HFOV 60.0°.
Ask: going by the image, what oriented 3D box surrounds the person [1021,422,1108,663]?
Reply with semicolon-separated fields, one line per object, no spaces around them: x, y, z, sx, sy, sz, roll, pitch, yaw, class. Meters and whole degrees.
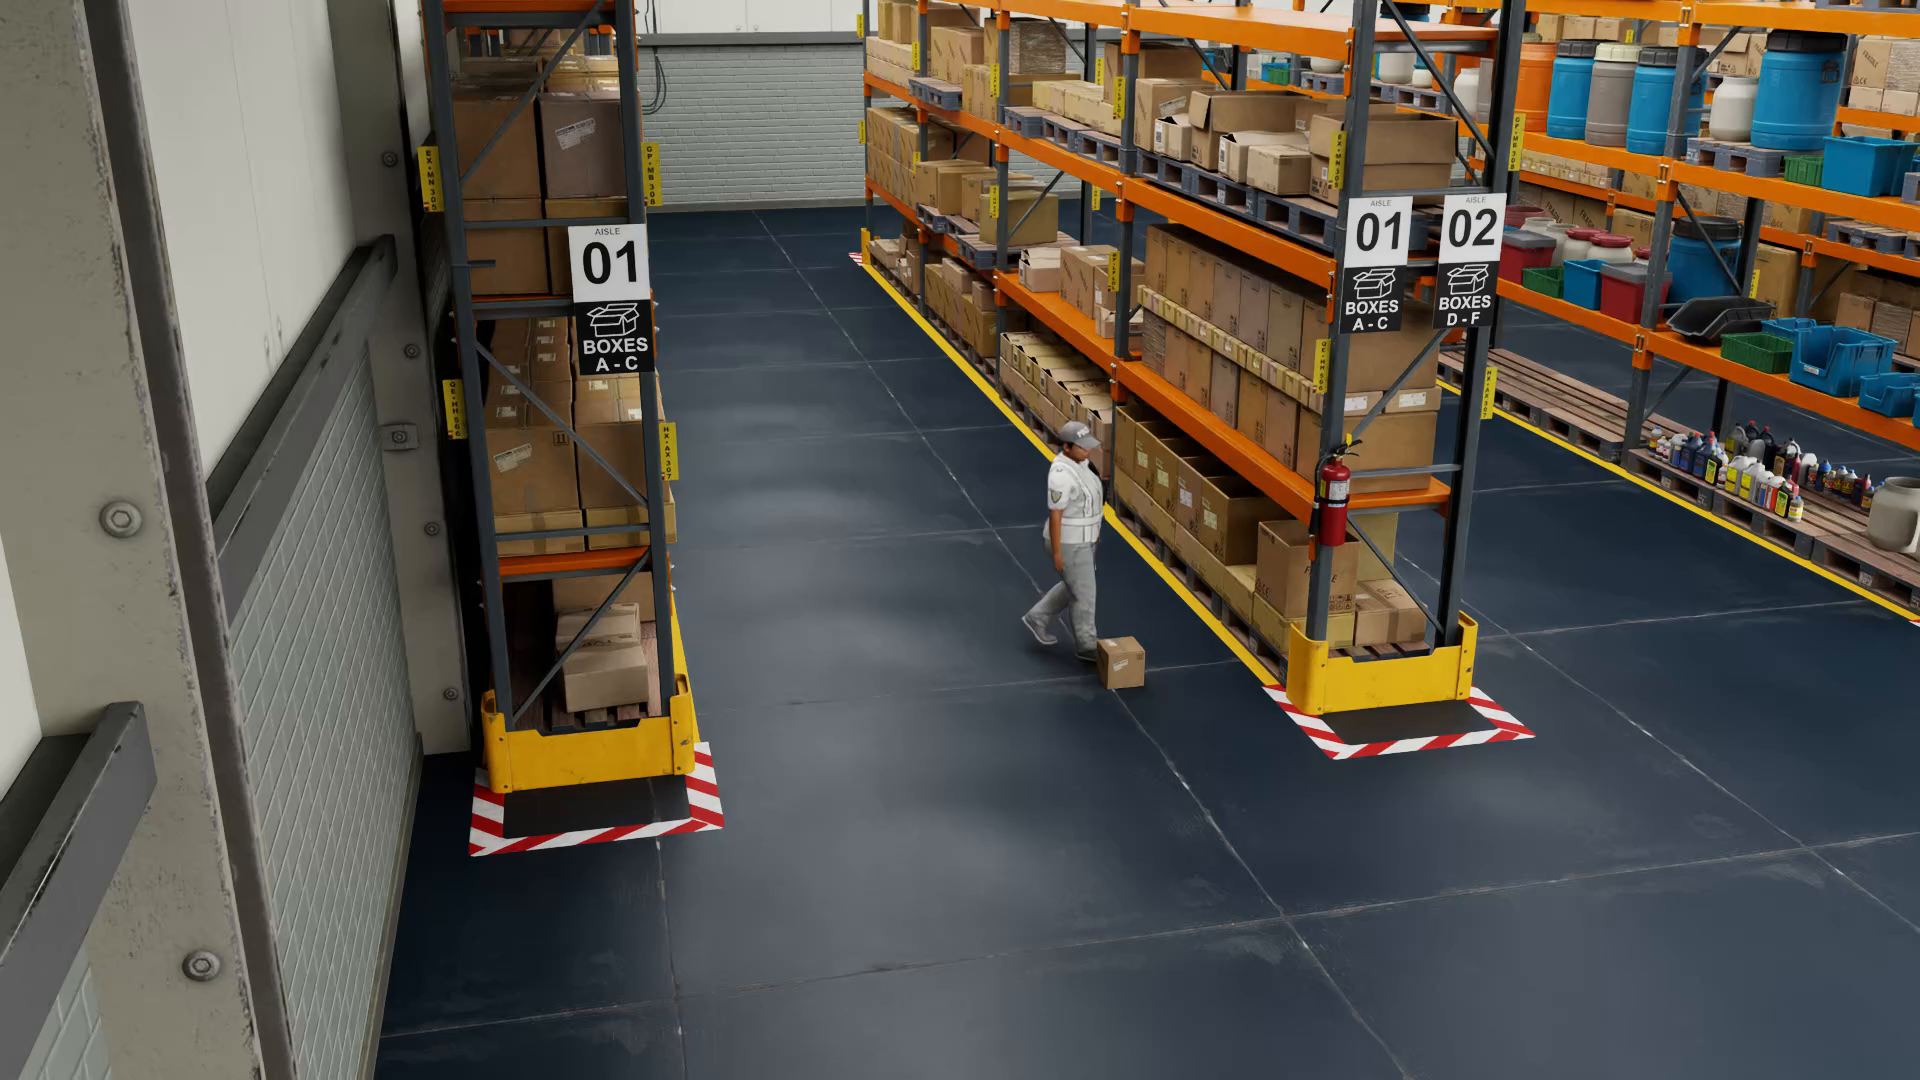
0.747;-0.002;11.067;0.714;1.650;0.493;5;20;14;person
